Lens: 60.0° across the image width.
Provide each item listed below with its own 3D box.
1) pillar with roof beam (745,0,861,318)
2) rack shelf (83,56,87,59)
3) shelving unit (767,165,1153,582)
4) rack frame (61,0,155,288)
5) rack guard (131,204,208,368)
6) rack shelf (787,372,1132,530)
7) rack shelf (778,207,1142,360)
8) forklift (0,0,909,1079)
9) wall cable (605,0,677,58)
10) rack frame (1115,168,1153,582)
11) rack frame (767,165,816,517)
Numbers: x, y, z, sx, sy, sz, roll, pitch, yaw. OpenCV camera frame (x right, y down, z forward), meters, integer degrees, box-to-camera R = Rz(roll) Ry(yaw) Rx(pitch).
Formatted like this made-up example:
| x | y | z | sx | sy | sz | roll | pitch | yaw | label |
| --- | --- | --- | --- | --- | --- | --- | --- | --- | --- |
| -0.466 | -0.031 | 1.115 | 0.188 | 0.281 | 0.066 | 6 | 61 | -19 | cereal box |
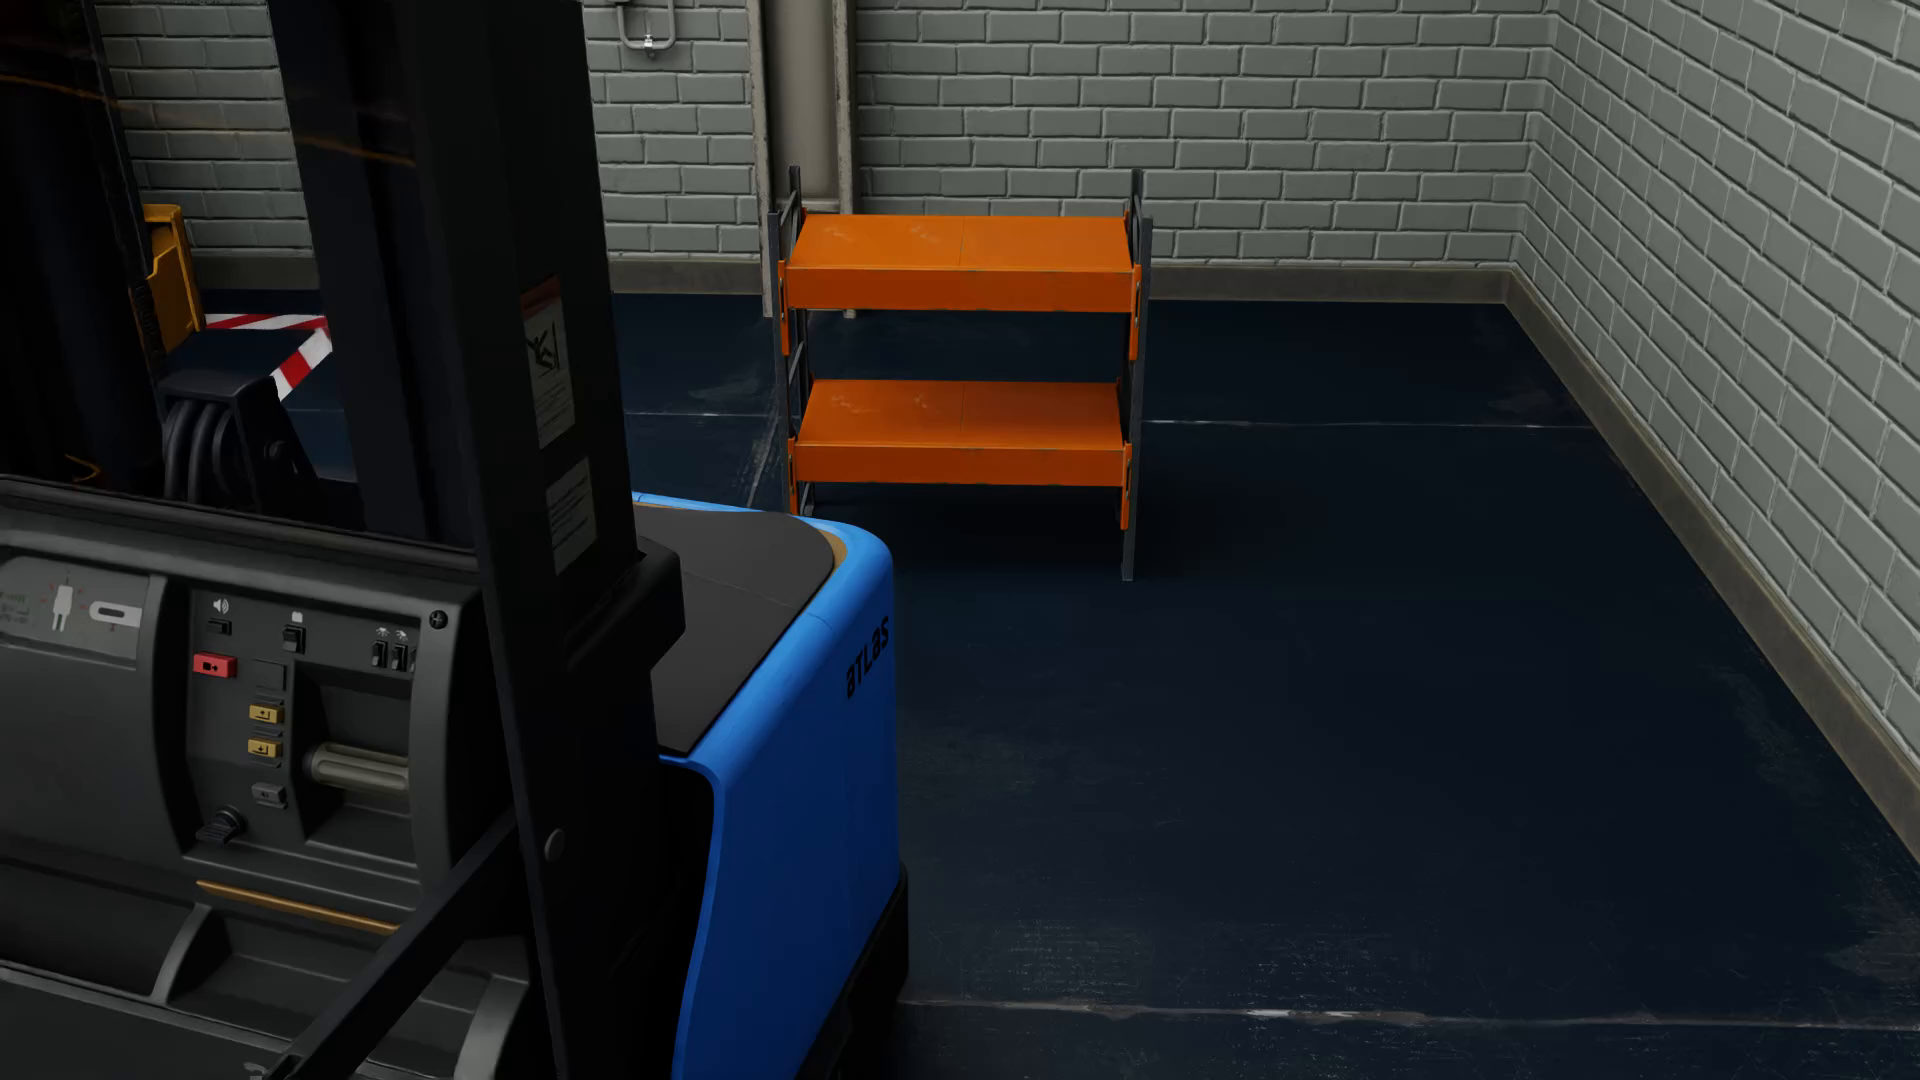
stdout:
| x | y | z | sx | sy | sz | roll | pitch | yaw | label |
| --- | --- | --- | --- | --- | --- | --- | --- | --- | --- |
| -0.779 | -2.972 | 1.249 | 0.400 | 9.000 | 9.100 | 1 | 28 | 2 | pillar with roof beam |
| -5.355 | -1.692 | 6.007 | 4.000 | 0.370 | 1.077 | 1 | 28 | 2 | rack shelf |
| 0.007 | -0.497 | 4.986 | 1.048 | 1.125 | 0.538 | 1 | 28 | 2 | shelving unit |
| -3.356 | -1.976 | 5.776 | 0.127 | 3.000 | 1.000 | 1 | 28 | 2 | rack frame |
| -3.332 | -0.872 | 6.360 | 0.348 | 0.500 | 1.175 | 1 | 28 | 2 | rack guard |
| 0.007 | -0.281 | 5.101 | 1.000 | 0.278 | 0.538 | 1 | 28 | 2 | rack shelf |
| 0.007 | -0.755 | 4.849 | 1.000 | 0.278 | 0.538 | 1 | 28 | 2 | rack shelf |
| -1.034 | 0.221 | 1.704 | 1.130 | 2.935 | 3.031 | 8 | 29 | 15 | forklift |
| -2.043 | -2.847 | 6.333 | 1.851 | 1.984 | 0.084 | 1 | 28 | 2 | wall cable |
| 0.515 | -0.488 | 4.970 | 0.032 | 1.125 | 0.500 | 1 | 28 | 2 | rack frame |
| -0.501 | -0.505 | 5.002 | 0.032 | 1.125 | 0.500 | 1 | 28 | 2 | rack frame |
